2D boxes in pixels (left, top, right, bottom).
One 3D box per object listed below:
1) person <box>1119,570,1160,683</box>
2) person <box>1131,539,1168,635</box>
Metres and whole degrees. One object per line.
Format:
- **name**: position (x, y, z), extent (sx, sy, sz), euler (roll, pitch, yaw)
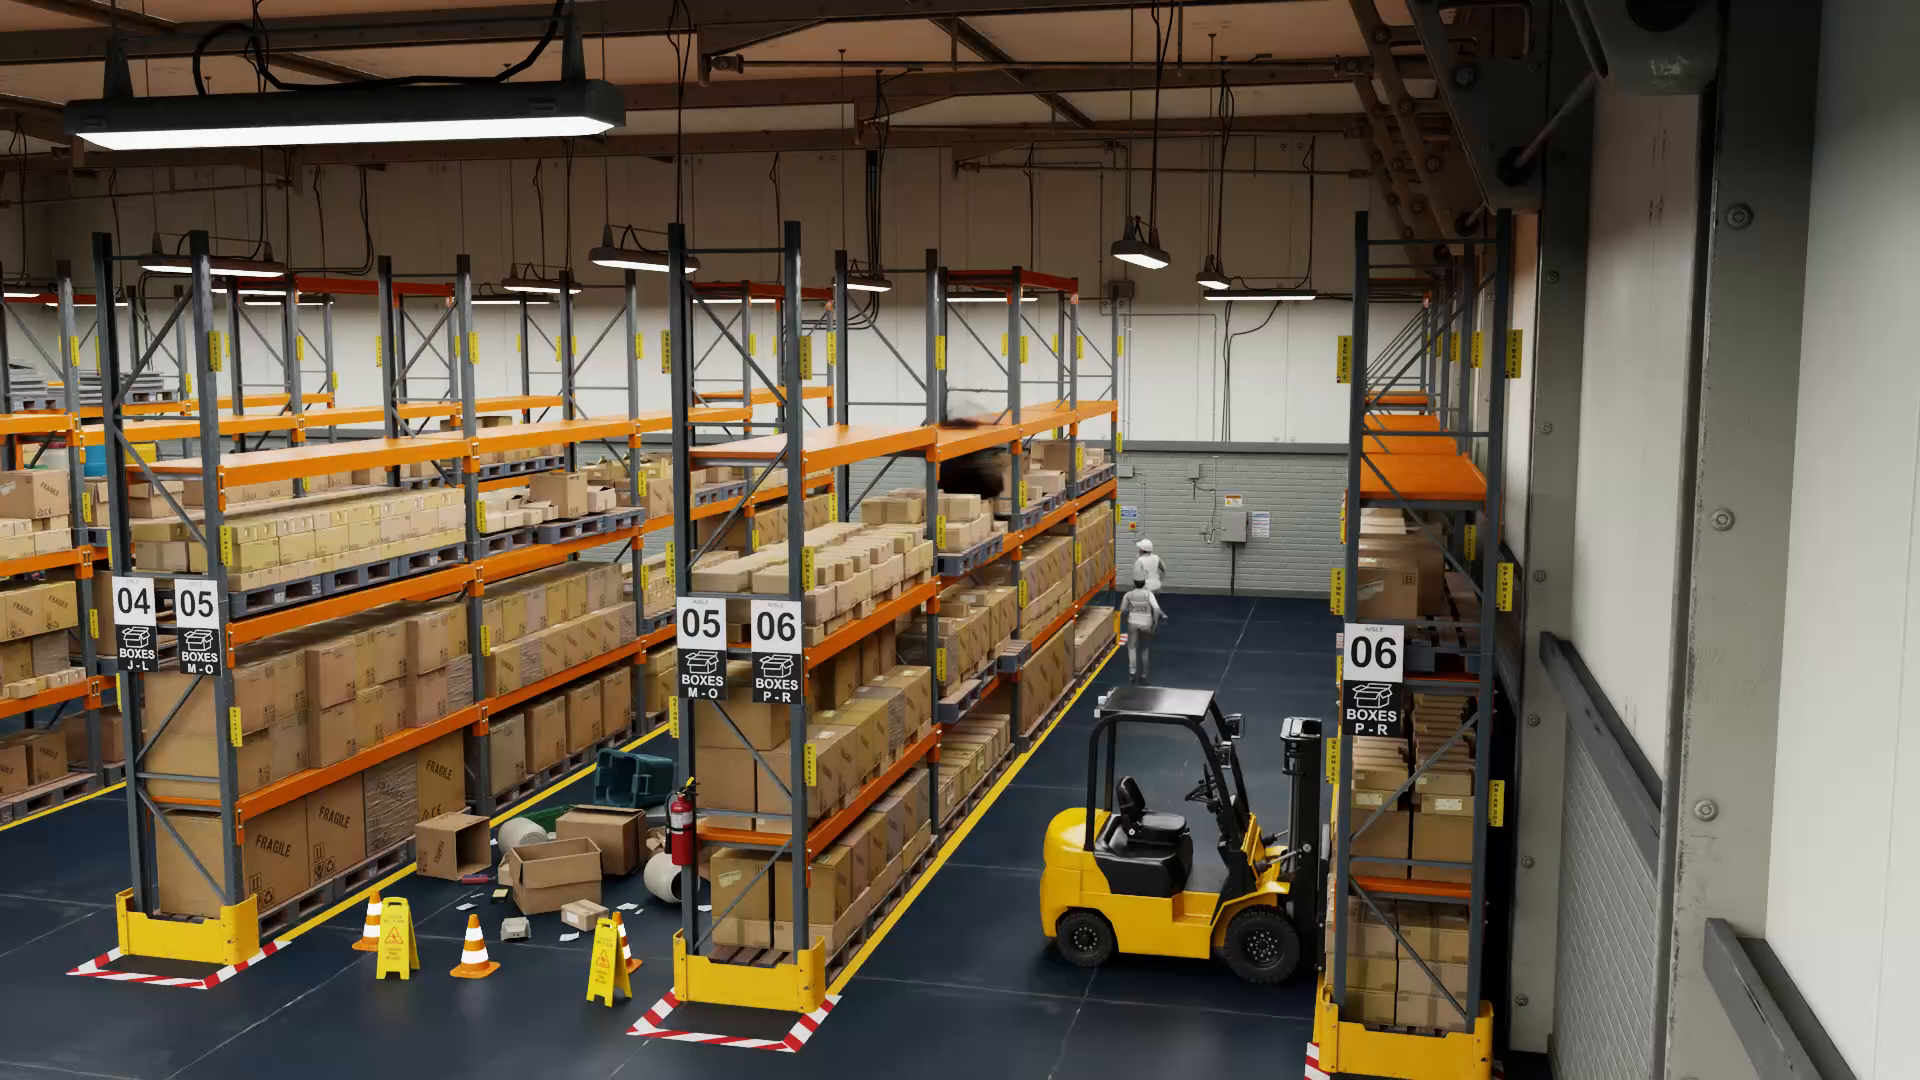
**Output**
- **person**: position (2.672, 1.297, 24.752), extent (0.611, 1.669, 0.940), euler (1, 7, 9)
- **person**: position (3.227, 0.819, 28.776), extent (0.690, 1.700, 0.555), euler (-5, 8, -34)
